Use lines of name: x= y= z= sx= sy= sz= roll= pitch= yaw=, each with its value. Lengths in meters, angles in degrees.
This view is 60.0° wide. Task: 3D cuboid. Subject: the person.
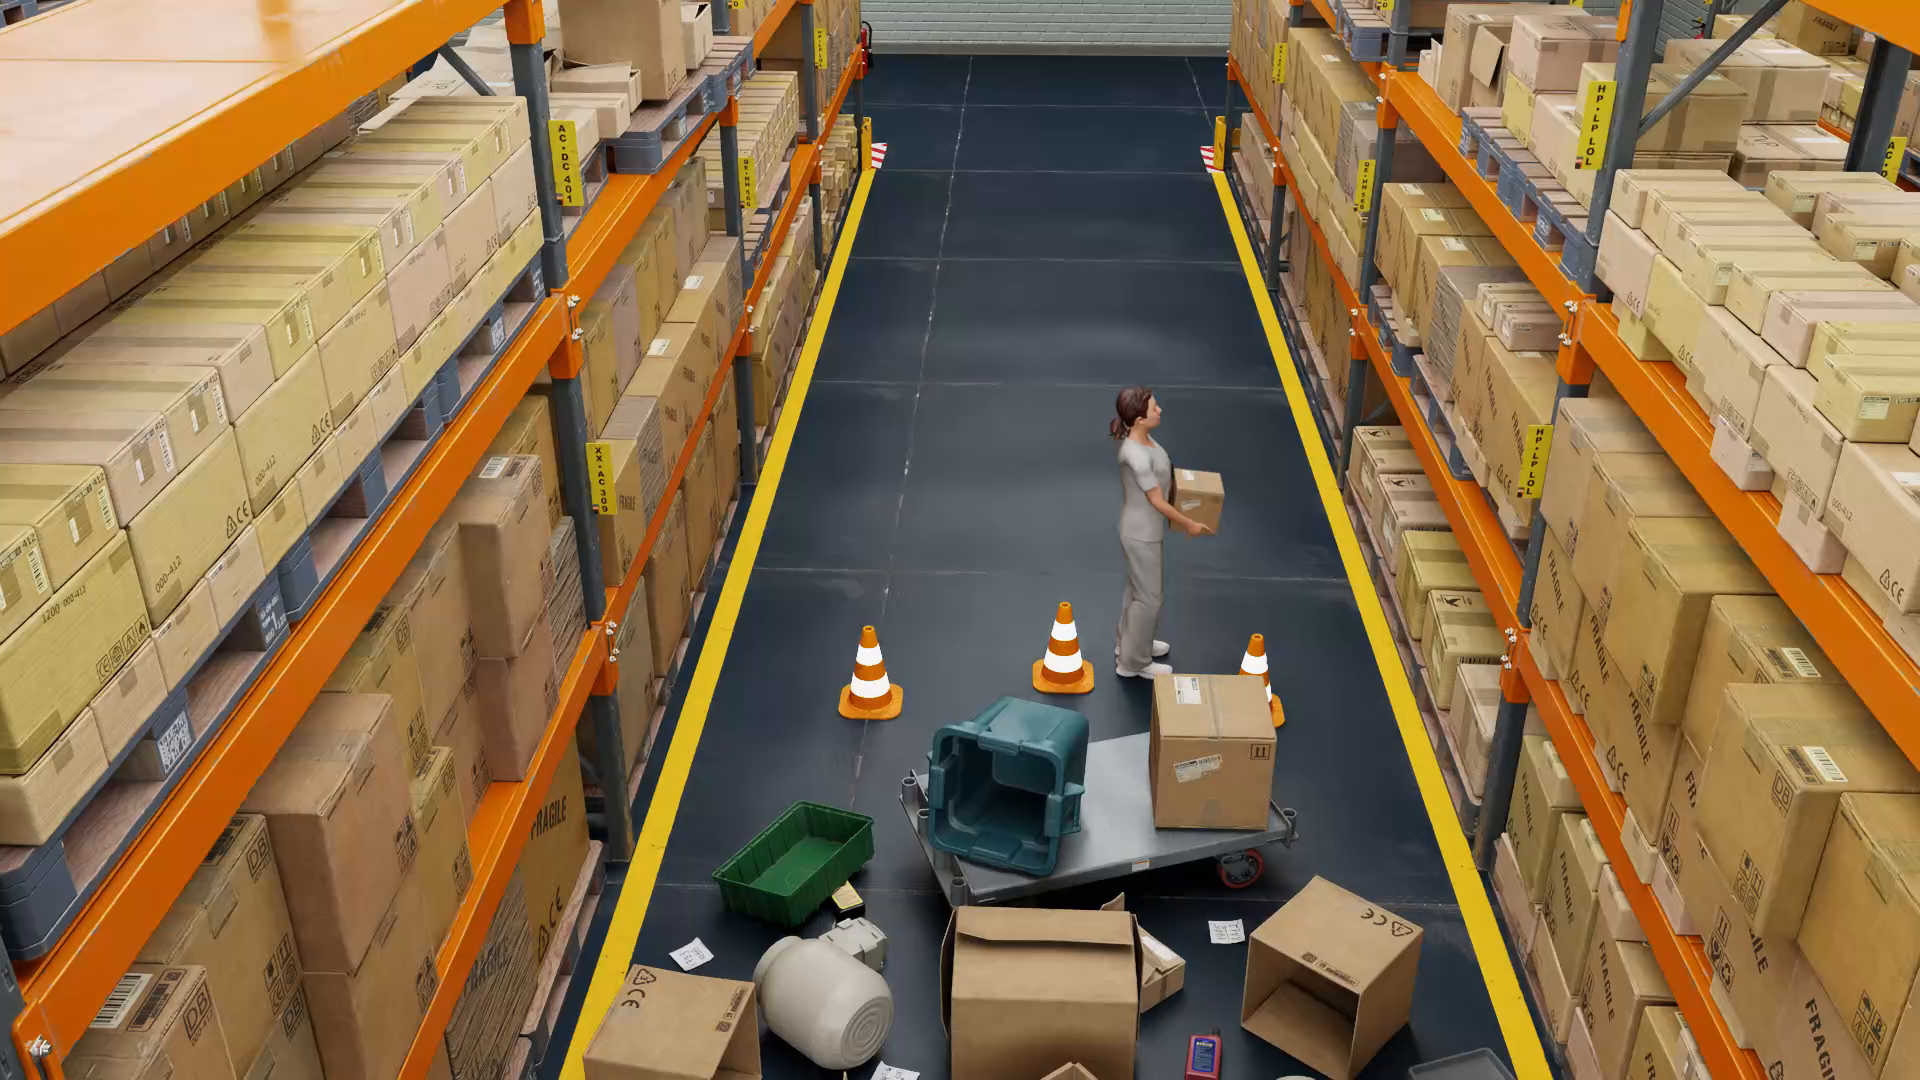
person: x=1.050 y=-0.045 z=8.944 sx=0.559 sy=1.661 sz=0.439 roll=1 pitch=28 yaw=2
